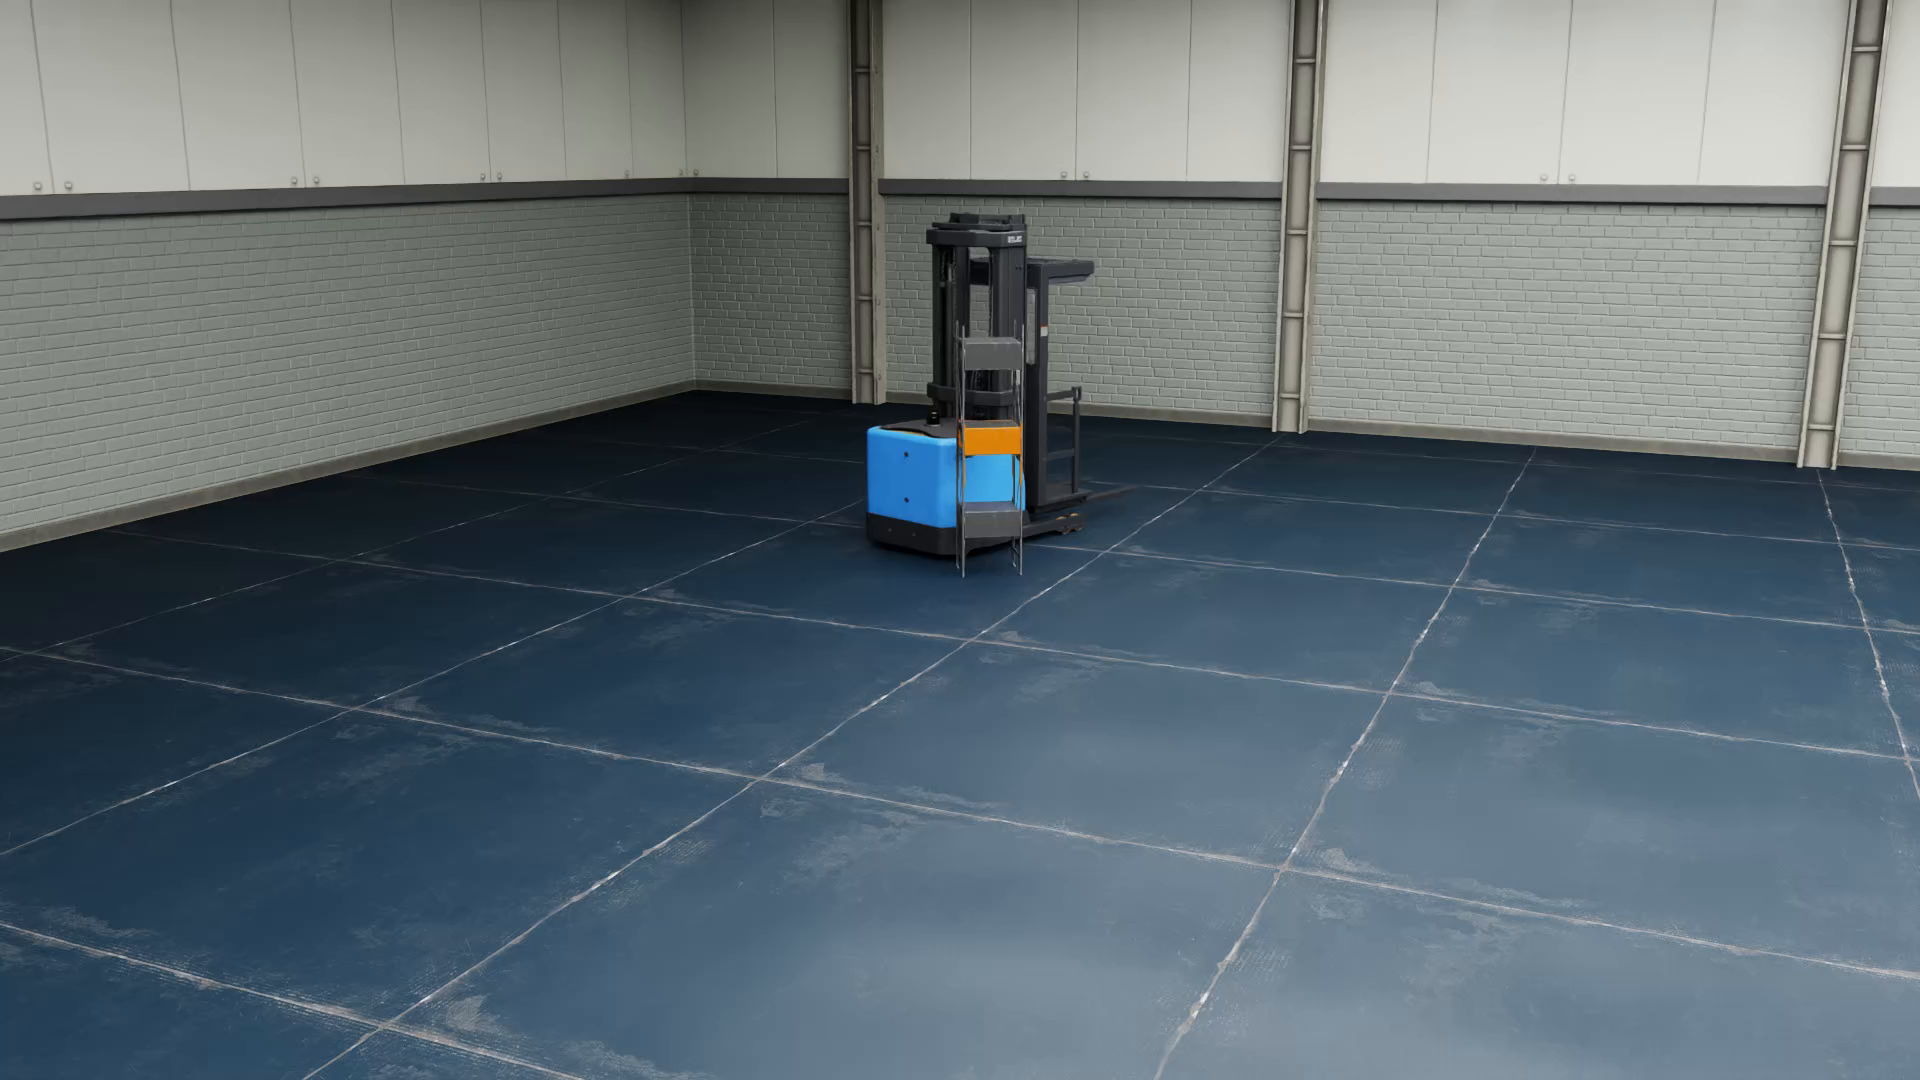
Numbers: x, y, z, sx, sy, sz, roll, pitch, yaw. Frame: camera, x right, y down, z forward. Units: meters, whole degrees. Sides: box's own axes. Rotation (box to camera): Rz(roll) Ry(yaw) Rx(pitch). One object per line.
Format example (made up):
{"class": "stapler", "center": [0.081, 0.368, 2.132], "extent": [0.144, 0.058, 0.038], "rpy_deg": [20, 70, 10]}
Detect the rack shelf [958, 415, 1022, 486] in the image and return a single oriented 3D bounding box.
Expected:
{"class": "rack shelf", "center": [0.243, -0.748, 13.903], "extent": [0.480, 0.518, 0.431], "rpy_deg": [-2, 13, -8]}

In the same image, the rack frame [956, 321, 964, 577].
{"class": "rack frame", "center": [0.001, -0.754, 13.867], "extent": [0.015, 2.100, 0.400], "rpy_deg": [-2, 13, -8]}

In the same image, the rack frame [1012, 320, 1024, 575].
{"class": "rack frame", "center": [0.485, -0.769, 13.932], "extent": [0.015, 2.100, 0.400], "rpy_deg": [-2, 13, -8]}

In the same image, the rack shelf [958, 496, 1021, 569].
{"class": "rack shelf", "center": [0.243, -0.067, 14.063], "extent": [0.480, 0.518, 0.431], "rpy_deg": [-2, 13, -8]}

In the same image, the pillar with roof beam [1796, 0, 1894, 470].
{"class": "pillar with roof beam", "center": [7.945, -4.321, 13.965], "extent": [0.400, 9.000, 9.100], "rpy_deg": [6, 14, 23]}

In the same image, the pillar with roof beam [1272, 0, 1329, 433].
{"class": "pillar with roof beam", "center": [2.459, -4.876, 16.331], "extent": [0.400, 9.000, 9.100], "rpy_deg": [6, 14, 23]}

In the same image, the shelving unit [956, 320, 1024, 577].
{"class": "shelving unit", "center": [0.243, -0.762, 13.900], "extent": [0.503, 2.100, 0.431], "rpy_deg": [-2, 13, -8]}

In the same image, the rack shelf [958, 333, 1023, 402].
{"class": "rack shelf", "center": [0.243, -1.430, 13.743], "extent": [0.480, 0.518, 0.431], "rpy_deg": [-2, 13, -8]}

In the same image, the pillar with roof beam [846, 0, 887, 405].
{"class": "pillar with roof beam", "center": [-3.027, -5.431, 18.697], "extent": [0.400, 9.000, 9.100], "rpy_deg": [6, 14, 23]}

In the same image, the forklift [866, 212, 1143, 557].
{"class": "forklift", "center": [0.535, -1.550, 15.440], "extent": [1.130, 2.935, 3.031], "rpy_deg": [12, 18, 42]}
